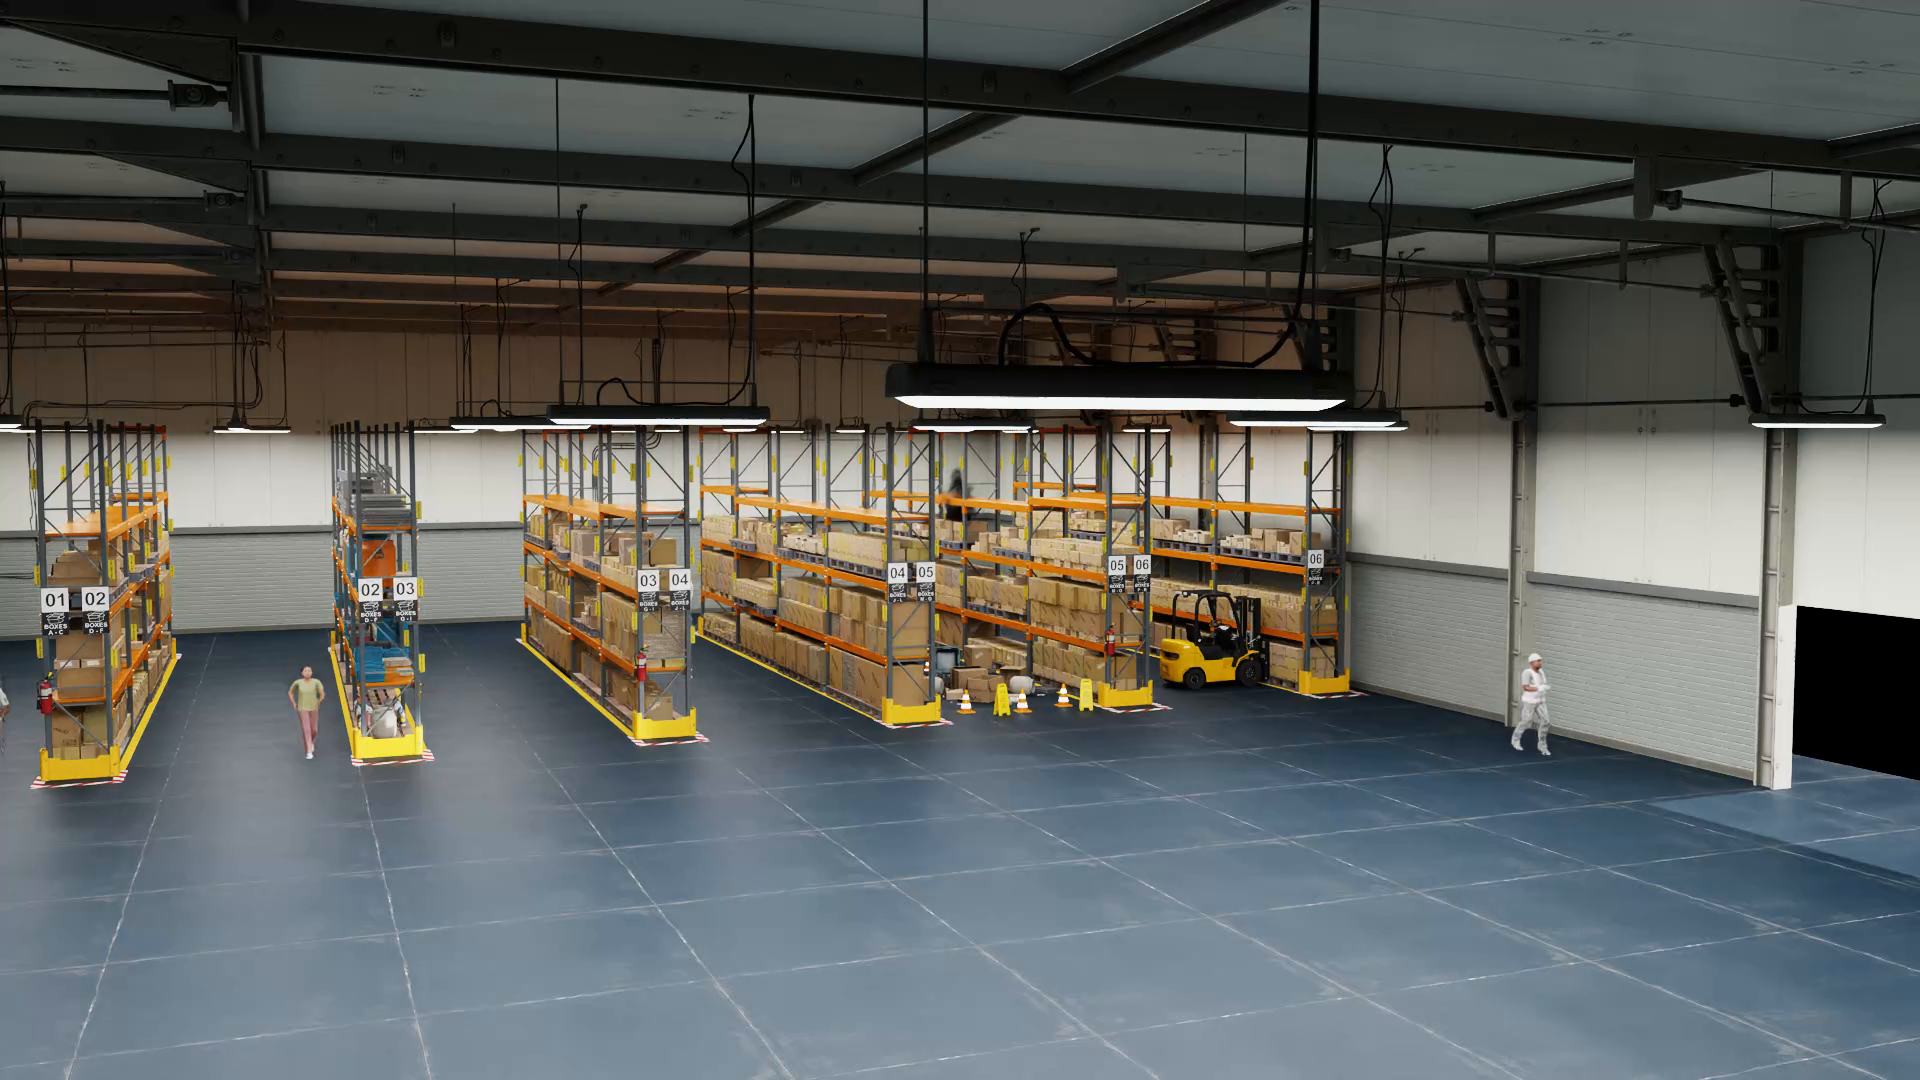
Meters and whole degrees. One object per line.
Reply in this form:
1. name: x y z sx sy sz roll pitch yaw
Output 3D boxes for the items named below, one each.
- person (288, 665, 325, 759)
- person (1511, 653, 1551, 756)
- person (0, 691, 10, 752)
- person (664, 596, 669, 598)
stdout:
1. person: -11.670 3.042 29.718 0.598 1.658 0.723 -2 4 -27
2. person: 10.304 2.958 29.918 0.673 1.858 0.821 -2 4 -32
3. person: -16.435 3.108 28.188 0.600 1.669 0.835 -2 4 -30
4. person: -8.822 1.861 47.956 1.013 1.724 0.835 1 4 21
